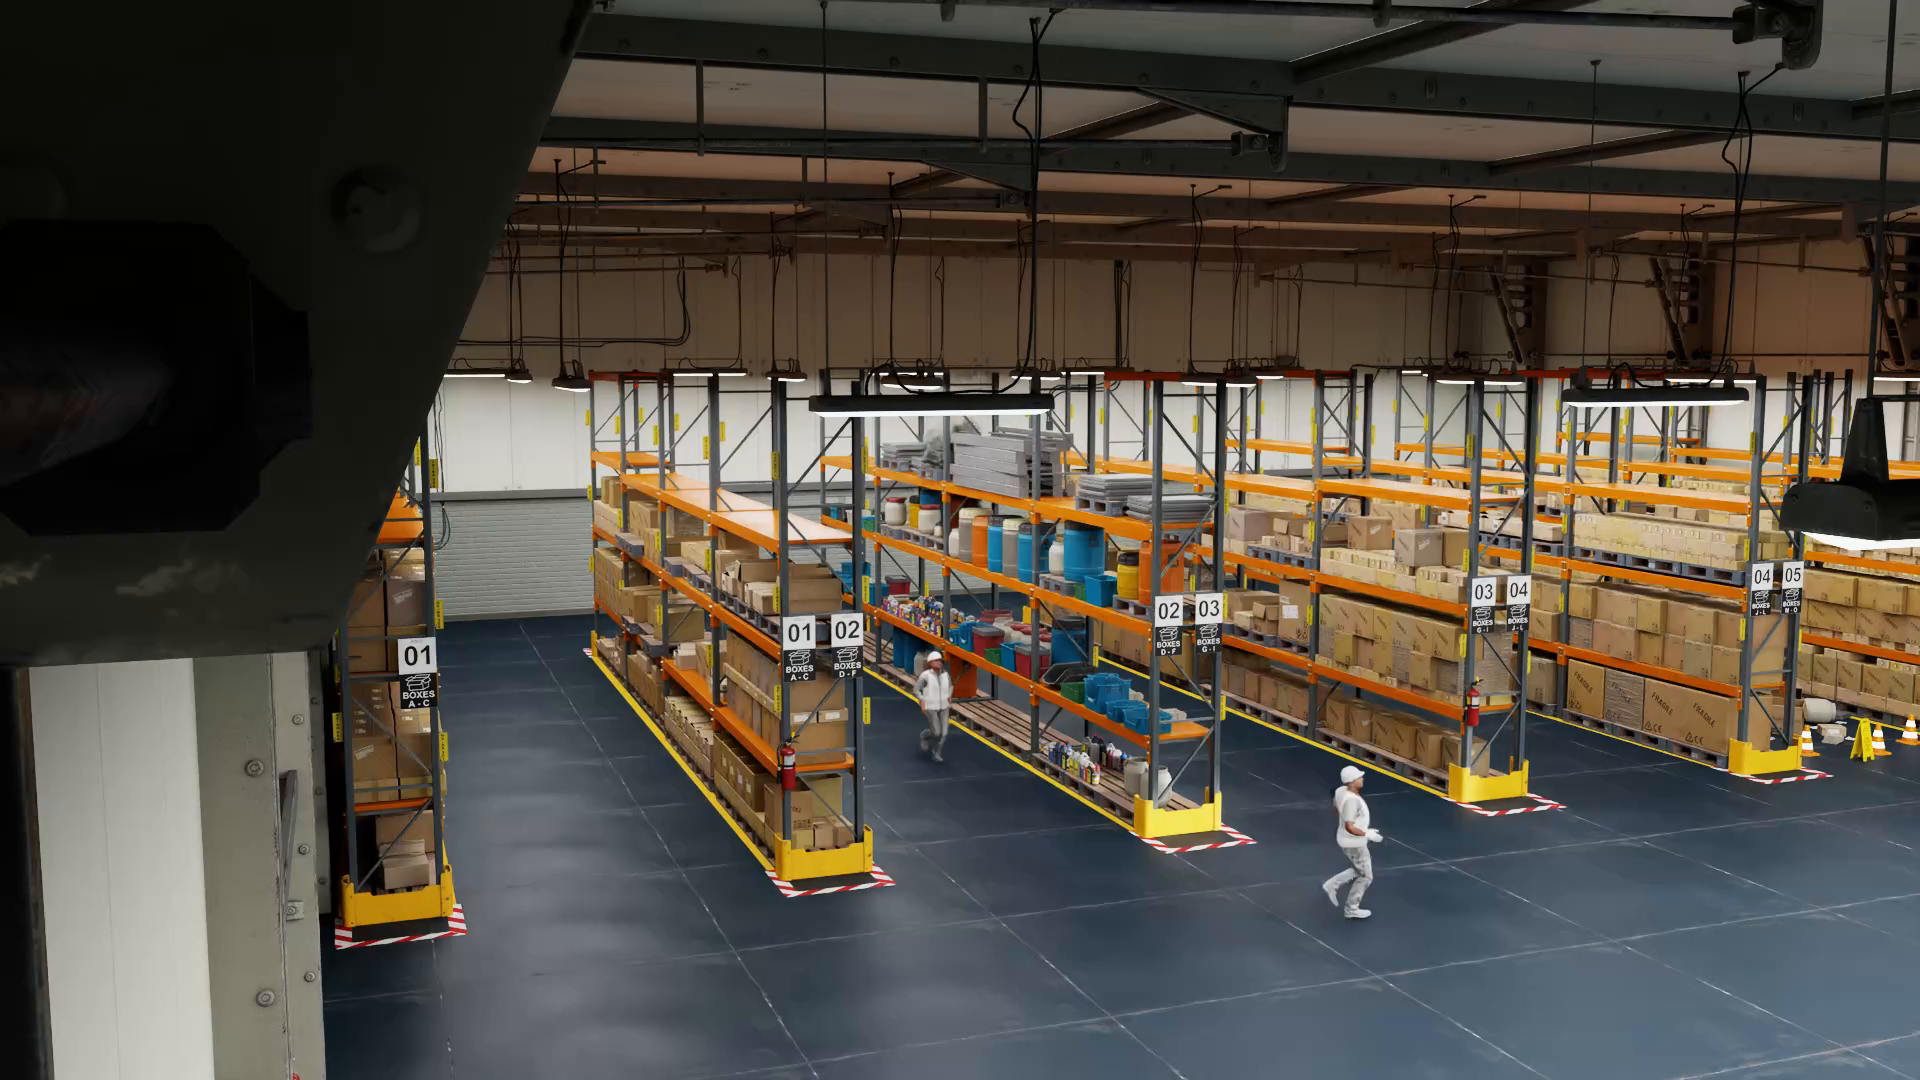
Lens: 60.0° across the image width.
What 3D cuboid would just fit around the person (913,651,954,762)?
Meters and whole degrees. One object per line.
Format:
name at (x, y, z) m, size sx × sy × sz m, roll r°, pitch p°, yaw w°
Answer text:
person at (-0.375, 2.595, 25.877) m, size 0.658 × 1.726 × 0.582 m, roll -3°, pitch 7°, yaw -27°

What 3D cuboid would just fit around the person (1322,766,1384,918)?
person at (4.420, 3.388, 18.678) m, size 0.592 × 1.733 × 0.678 m, roll 0°, pitch 6°, yaw 4°
